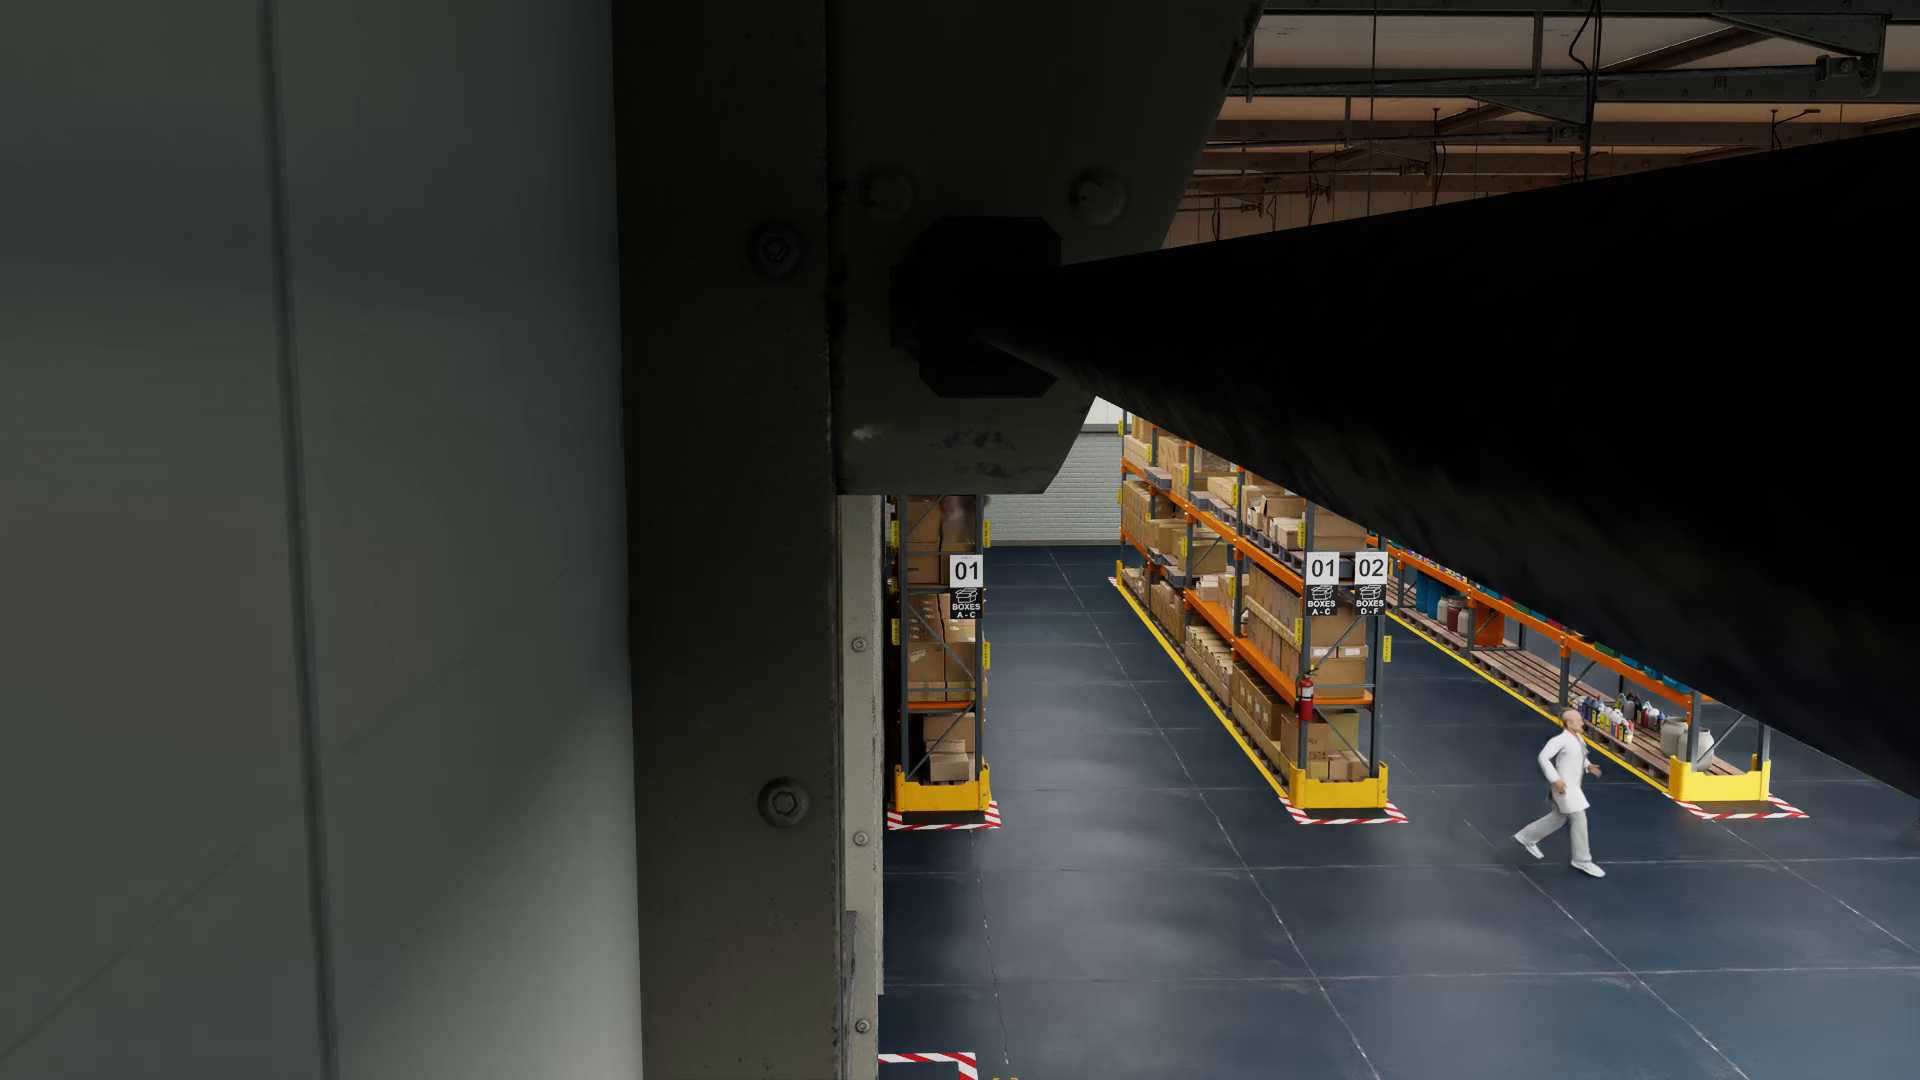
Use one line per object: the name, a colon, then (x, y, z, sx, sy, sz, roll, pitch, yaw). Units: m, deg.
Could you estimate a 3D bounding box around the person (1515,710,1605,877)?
person: (6.672, 2.761, 18.403, 0.993, 1.787, 0.712, 5, 10, 29)
